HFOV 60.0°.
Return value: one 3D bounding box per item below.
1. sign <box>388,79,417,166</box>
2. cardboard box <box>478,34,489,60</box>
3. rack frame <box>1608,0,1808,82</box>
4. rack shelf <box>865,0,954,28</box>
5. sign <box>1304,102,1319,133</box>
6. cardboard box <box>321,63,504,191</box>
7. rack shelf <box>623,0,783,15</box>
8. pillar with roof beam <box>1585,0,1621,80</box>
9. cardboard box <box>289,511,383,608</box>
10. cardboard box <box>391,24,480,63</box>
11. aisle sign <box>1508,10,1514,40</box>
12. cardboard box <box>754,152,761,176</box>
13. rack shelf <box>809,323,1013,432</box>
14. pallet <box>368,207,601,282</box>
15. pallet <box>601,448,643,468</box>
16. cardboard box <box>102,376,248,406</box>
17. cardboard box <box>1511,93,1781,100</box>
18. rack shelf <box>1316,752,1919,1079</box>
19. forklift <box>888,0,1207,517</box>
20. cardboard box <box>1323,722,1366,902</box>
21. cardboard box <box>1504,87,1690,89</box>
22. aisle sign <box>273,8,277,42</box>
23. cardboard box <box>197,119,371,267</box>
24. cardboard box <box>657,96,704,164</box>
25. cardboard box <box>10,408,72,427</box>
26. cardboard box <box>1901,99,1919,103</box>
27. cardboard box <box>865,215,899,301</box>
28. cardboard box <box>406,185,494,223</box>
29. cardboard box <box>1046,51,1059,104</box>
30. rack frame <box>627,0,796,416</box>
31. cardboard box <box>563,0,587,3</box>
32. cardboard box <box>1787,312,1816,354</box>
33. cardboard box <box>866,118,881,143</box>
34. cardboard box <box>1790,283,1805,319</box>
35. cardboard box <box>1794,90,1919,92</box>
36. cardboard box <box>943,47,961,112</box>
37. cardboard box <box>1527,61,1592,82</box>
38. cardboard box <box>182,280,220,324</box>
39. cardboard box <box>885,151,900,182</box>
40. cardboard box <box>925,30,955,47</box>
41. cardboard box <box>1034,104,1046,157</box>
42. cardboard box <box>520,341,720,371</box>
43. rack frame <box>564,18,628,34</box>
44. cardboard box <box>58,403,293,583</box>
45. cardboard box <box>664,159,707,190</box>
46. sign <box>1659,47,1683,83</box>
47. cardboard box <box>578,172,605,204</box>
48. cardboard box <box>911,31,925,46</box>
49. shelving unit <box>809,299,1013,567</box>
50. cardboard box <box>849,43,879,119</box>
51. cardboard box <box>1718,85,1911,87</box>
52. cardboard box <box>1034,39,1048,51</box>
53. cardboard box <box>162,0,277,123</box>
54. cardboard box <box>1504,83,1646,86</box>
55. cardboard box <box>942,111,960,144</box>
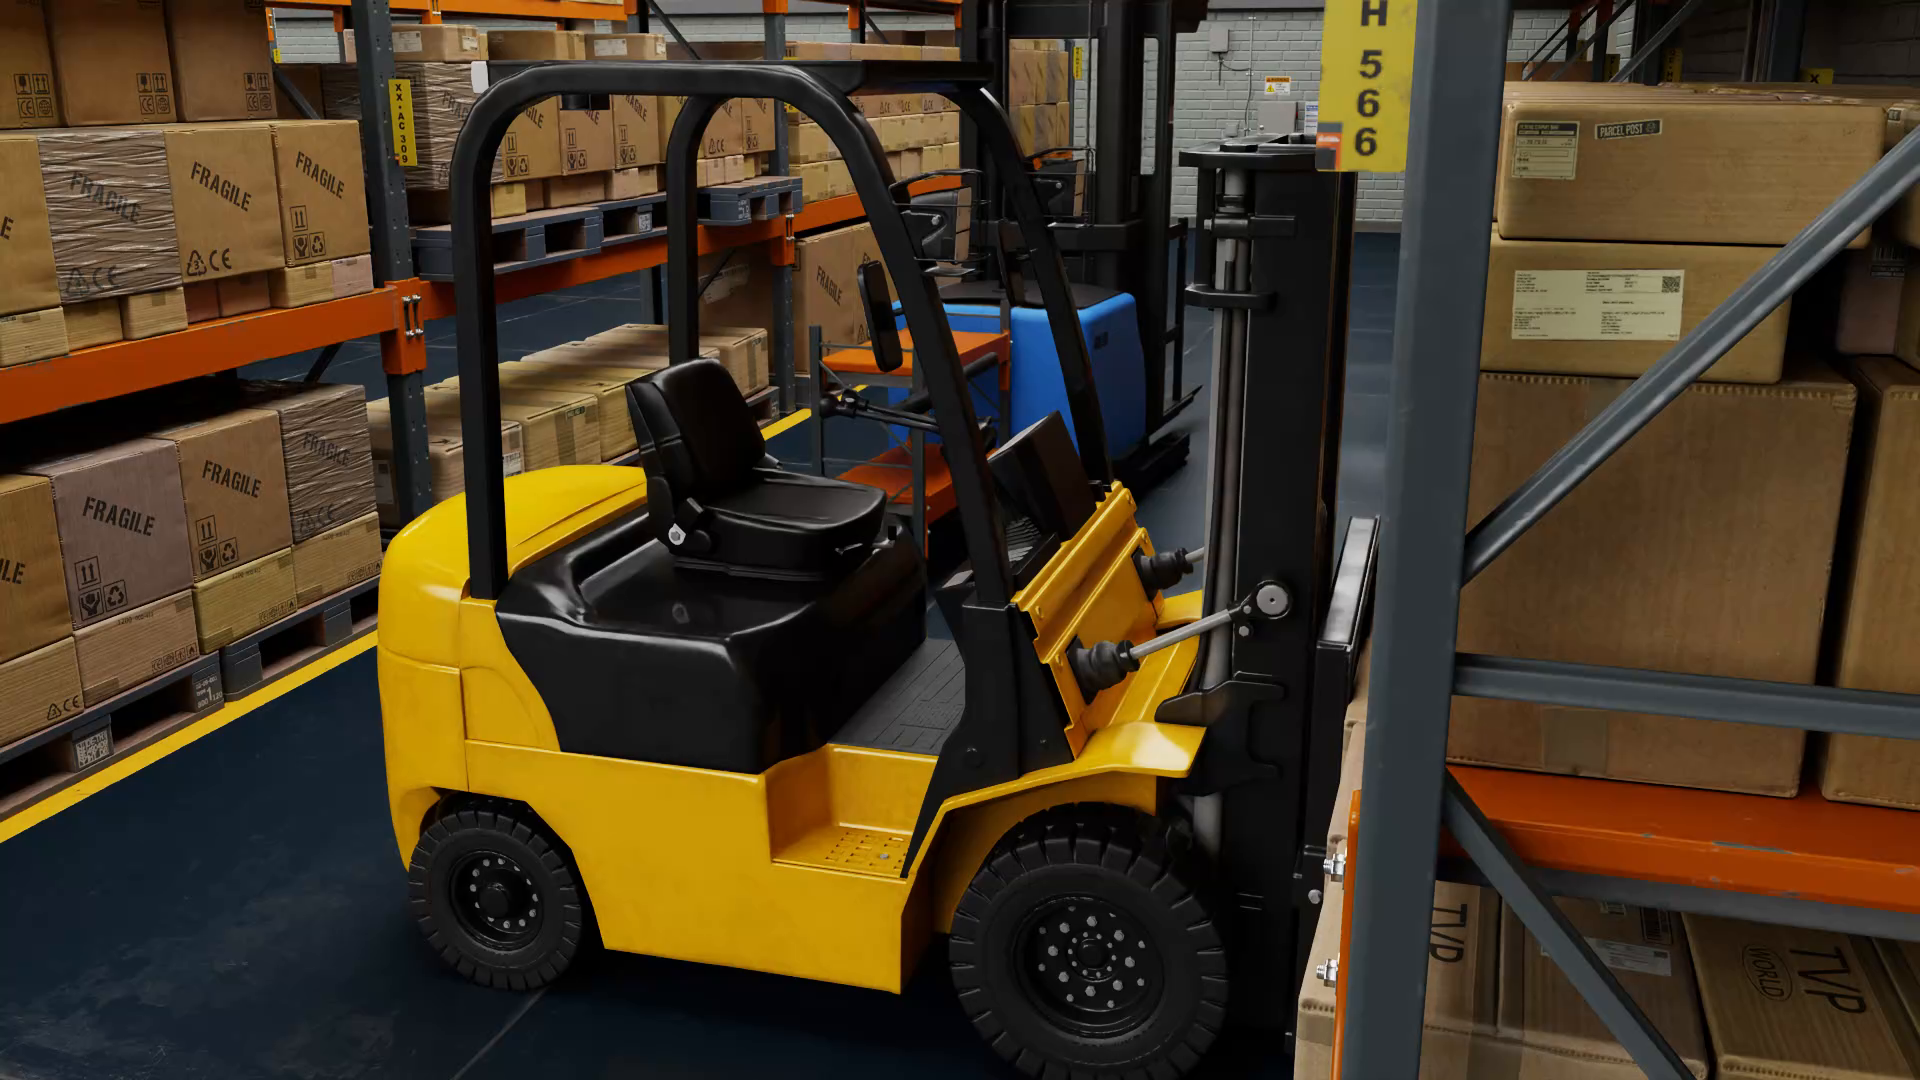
[{"bbox_3d":[-2.171,-1.623,6.469,0.100,0.325,0.005,5,16,16],"label":"sign"},{"bbox_3d":[-4.700,-4.605,16.009,0.500,0.500,0.500,4,16,14],"label":"cardboard box"},{"bbox_3d":[2.067,-0.863,5.375,1.000,3.000,0.127,5,16,16],"label":"rack frame"},{"bbox_3d":[0.149,-4.960,15.641,1.077,0.370,4.000,5,16,16],"label":"rack shelf"},{"bbox_3d":[4.802,-5.632,22.364,0.329,0.494,0.001,5,16,16],"label":"sign"},{"bbox_3d":[-2.285,-1.741,6.971,0.500,0.500,0.500,5,17,17],"label":"cardboard box"},{"bbox_3d":[-2.125,-2.867,8.262,1.077,0.370,4.000,5,16,16],"label":"rack shelf"},{"bbox_3d":[2.980,-7.858,19.042,9.100,9.000,0.400,5,16,16],"label":"pillar with roof beam"},{"bbox_3d":[-2.604,0.049,6.427,0.500,0.250,0.500,5,17,18],"label":"cardboard box"},{"bbox_3d":[-2.221,-2.048,6.865,0.380,0.149,0.250,5,16,16],"label":"cardboard box"},{"bbox_3d":[5.215,-5.294,16.232,0.394,0.787,0.004,5,16,16],"label":"aisle sign"},{"bbox_3d":[-1.424,-2.271,10.028,0.380,0.149,0.250,5,17,18],"label":"cardboard box"},{"bbox_3d":[-0.192,-0.723,7.244,0.538,0.278,1.000,6,17,21],"label":"rack shelf"},{"bbox_3d":[-2.337,-1.343,7.420,1.003,0.211,1.213,5,16,16],"label":"pallet"},{"bbox_3d":[-2.129,-0.429,8.956,1.003,0.211,1.213,5,16,16],"label":"pallet"},{"bbox_3d":[-3.120,-0.353,6.473,0.500,0.500,0.500,5,17,19],"label":"cardboard box"},{"bbox_3d":[1.061,-0.627,2.624,0.380,0.149,0.250,5,17,16],"label":"cardboard box"},{"bbox_3d":[1.498,0.006,3.628,1.077,0.370,4.000,5,16,16],"label":"rack shelf"},{"bbox_3d":[0.650,-1.826,8.894,1.130,2.935,3.031,6,17,21],"label":"forklift"},{"bbox_3d":[0.901,0.545,2.849,0.500,0.250,0.500,5,17,17],"label":"cardboard box"},{"bbox_3d":[1.348,-0.896,3.574,0.380,0.149,0.250,5,16,16],"label":"cardboard box"},{"bbox_3d":[-8.476,-6.401,20.136,0.394,0.787,0.004,5,16,16],"label":"aisle sign"},{"bbox_3d":[-2.581,-1.303,6.196,0.500,0.500,0.500,4,16,14],"label":"cardboard box"},{"bbox_3d":[-1.698,-2.278,8.865,0.500,0.500,0.500,3,16,12],"label":"cardboard box"},{"bbox_3d":[-3.357,-0.503,5.812,0.380,0.149,0.250,5,17,18],"label":"cardboard box"},{"bbox_3d":[1.366,-0.456,2.022,0.380,0.149,0.250,5,17,18],"label":"cardboard box"},{"bbox_3d":[-0.769,-2.114,12.911,0.875,0.875,0.875,5,17,17],"label":"cardboard box"},{"bbox_3d":[-2.233,-1.448,7.129,0.380,0.149,0.250,5,17,17],"label":"cardboard box"},{"bbox_3d":[0.688,-4.632,16.647,0.500,0.500,0.500,5,16,16],"label":"cardboard box"},{"bbox_3d":[-1.557,-2.293,10.418,1.000,3.000,0.127,5,16,16],"label":"rack frame"},{"bbox_3d":[-4.225,-5.712,17.250,0.500,0.250,0.500,5,17,18],"label":"cardboard box"},{"bbox_3d":[1.464,-0.111,2.539,0.500,0.500,0.500,5,17,18],"label":"cardboard box"},{"bbox_3d":[-0.874,-2.840,11.703,0.500,0.250,0.500,5,16,16],"label":"cardboard box"},{"bbox_3d":[1.363,-0.381,2.302,0.380,0.149,0.250,4,16,15],"label":"cardboard box"},{"bbox_3d":[1.703,-0.723,2.963,0.380,0.149,0.250,4,16,15],"label":"cardboard box"},{"bbox_3d":[-0.306,-3.733,13.477,0.500,0.500,0.500,5,17,18],"label":"cardboard box"},{"bbox_3d":[5.019,-3.757,13.932,0.500,0.500,0.500,4,16,14],"label":"cardboard box"},{"bbox_3d":[-2.790,-0.826,5.706,0.380,0.149,0.250,4,16,15],"label":"cardboard box"},{"bbox_3d":[-0.756,-2.732,12.238,0.500,0.250,0.500,5,16,16],"label":"cardboard box"},{"bbox_3d":[-0.081,-4.244,14.089,0.380,0.149,0.250,4,16,15],"label":"cardboard box"},{"bbox_3d":[0.540,-4.022,16.330,0.500,0.500,0.500,5,17,17],"label":"cardboard box"},{"bbox_3d":[-1.929,-0.890,9.518,0.950,0.372,0.625,4,16,15],"label":"cardboard box"},{"bbox_3d":[-4.058,-4.744,19.057,1.000,3.000,0.127,5,16,16],"label":"rack frame"},{"bbox_3d":[-2.747,-0.178,5.855,0.500,0.500,0.500,5,17,17],"label":"cardboard box"},{"bbox_3d":[-1.604,-1.987,9.029,0.380,0.149,0.250,5,17,17],"label":"cardboard box"},{"bbox_3d":[3.737,-2.424,8.758,0.100,0.325,0.005,5,16,16],"label":"sign"},{"bbox_3d":[-1.961,-1.721,8.092,0.380,0.149,0.250,5,17,16],"label":"cardboard box"},{"bbox_3d":[-0.458,-4.347,14.453,0.380,0.149,0.250,5,17,17],"label":"cardboard box"},{"bbox_3d":[-0.192,-0.441,7.324,0.538,1.125,1.048,6,17,21],"label":"shelving unit"},{"bbox_3d":[-0.888,-3.197,11.589,0.500,0.500,0.500,5,17,17],"label":"cardboard box"},{"bbox_3d":[1.988,-0.990,3.905,0.380,0.149,0.250,4,16,15],"label":"cardboard box"},{"bbox_3d":[0.654,-4.913,16.450,0.380,0.149,0.250,5,17,17],"label":"cardboard box"},{"bbox_3d":[-3.026,-1.821,6.191,0.700,0.500,0.500,4,16,15],"label":"cardboard box"},{"bbox_3d":[1.640,-1.163,4.516,0.380,0.149,0.250,4,16,15],"label":"cardboard box"},{"bbox_3d":[-0.312,-3.374,13.586,0.500,0.250,0.500,5,16,16],"label":"cardboard box"}]
